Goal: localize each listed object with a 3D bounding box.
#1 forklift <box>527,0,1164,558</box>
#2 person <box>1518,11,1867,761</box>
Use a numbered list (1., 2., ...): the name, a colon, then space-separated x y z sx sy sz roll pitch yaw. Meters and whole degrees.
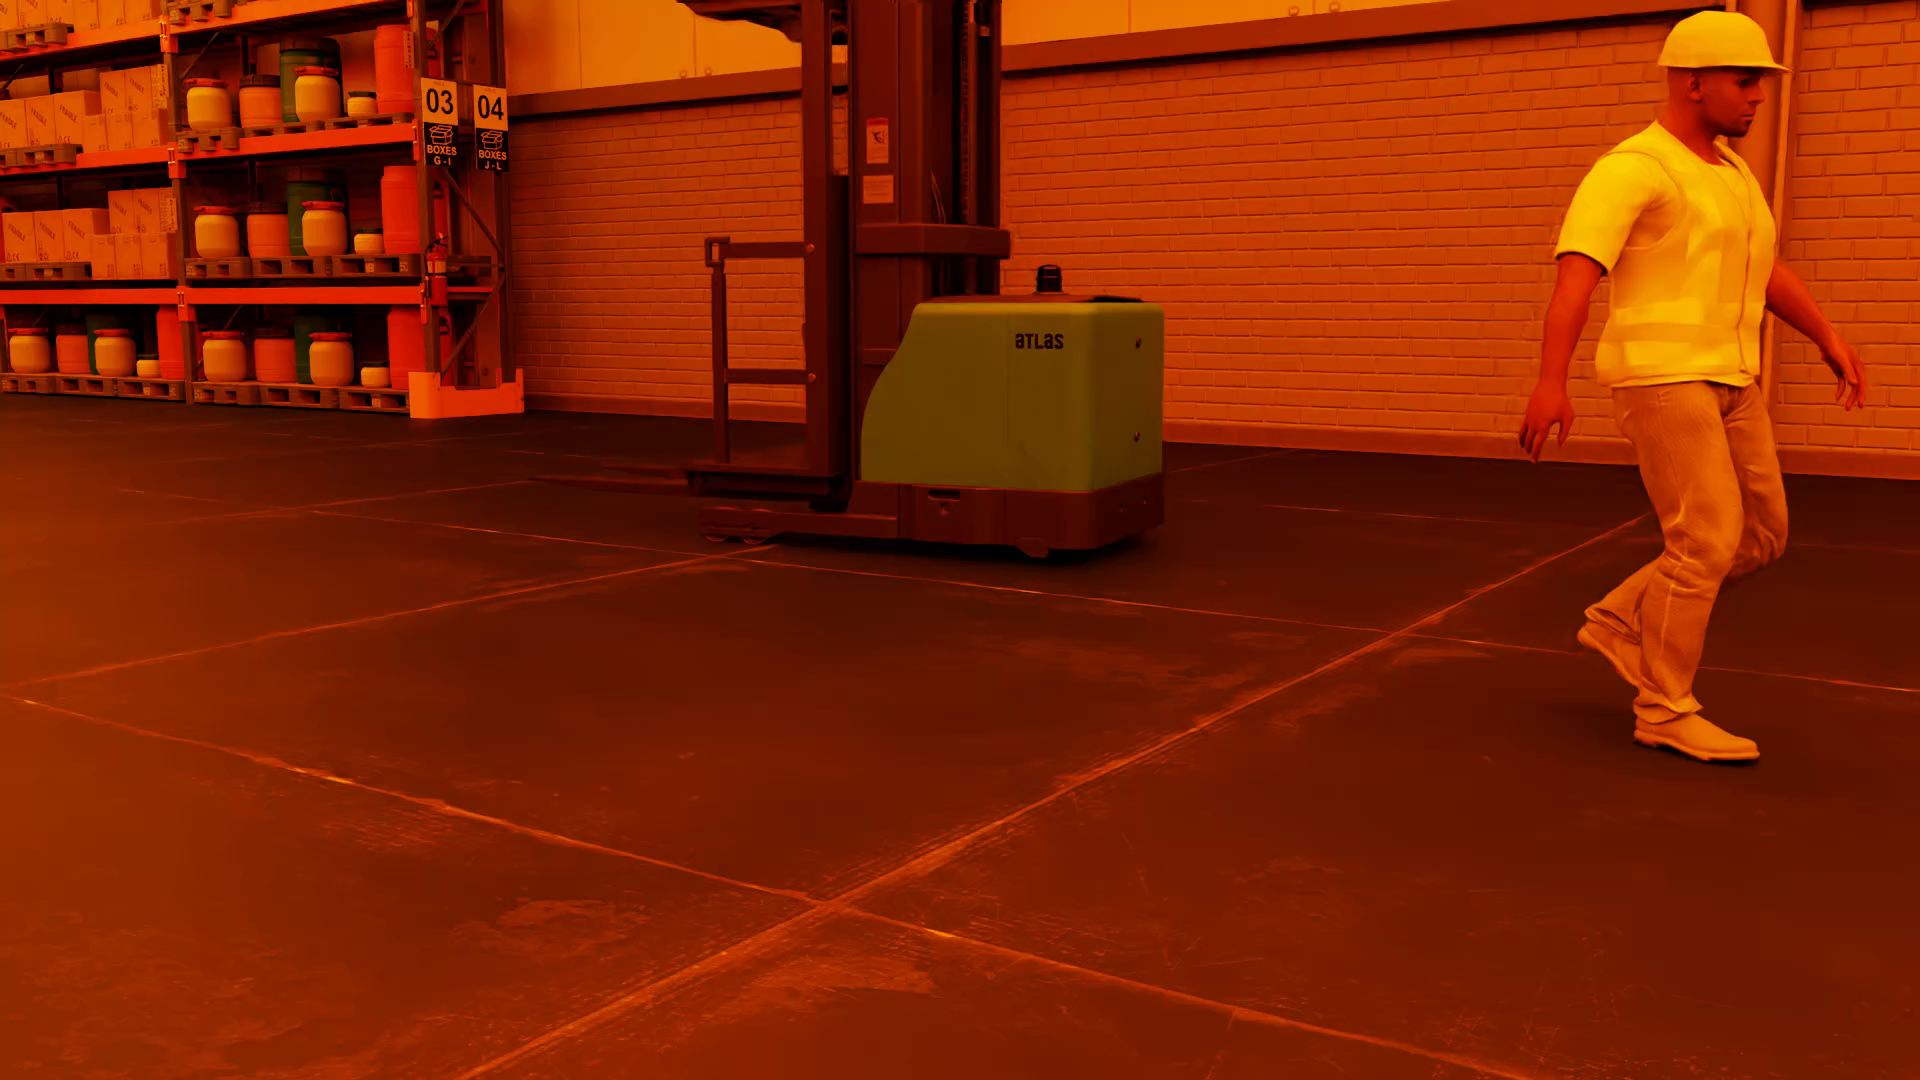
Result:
1. forklift: -0.623 -1.490 7.673 3.031 2.935 1.130 4 9 25
2. person: 1.749 -0.375 4.036 0.829 1.747 0.583 -7 11 -41
